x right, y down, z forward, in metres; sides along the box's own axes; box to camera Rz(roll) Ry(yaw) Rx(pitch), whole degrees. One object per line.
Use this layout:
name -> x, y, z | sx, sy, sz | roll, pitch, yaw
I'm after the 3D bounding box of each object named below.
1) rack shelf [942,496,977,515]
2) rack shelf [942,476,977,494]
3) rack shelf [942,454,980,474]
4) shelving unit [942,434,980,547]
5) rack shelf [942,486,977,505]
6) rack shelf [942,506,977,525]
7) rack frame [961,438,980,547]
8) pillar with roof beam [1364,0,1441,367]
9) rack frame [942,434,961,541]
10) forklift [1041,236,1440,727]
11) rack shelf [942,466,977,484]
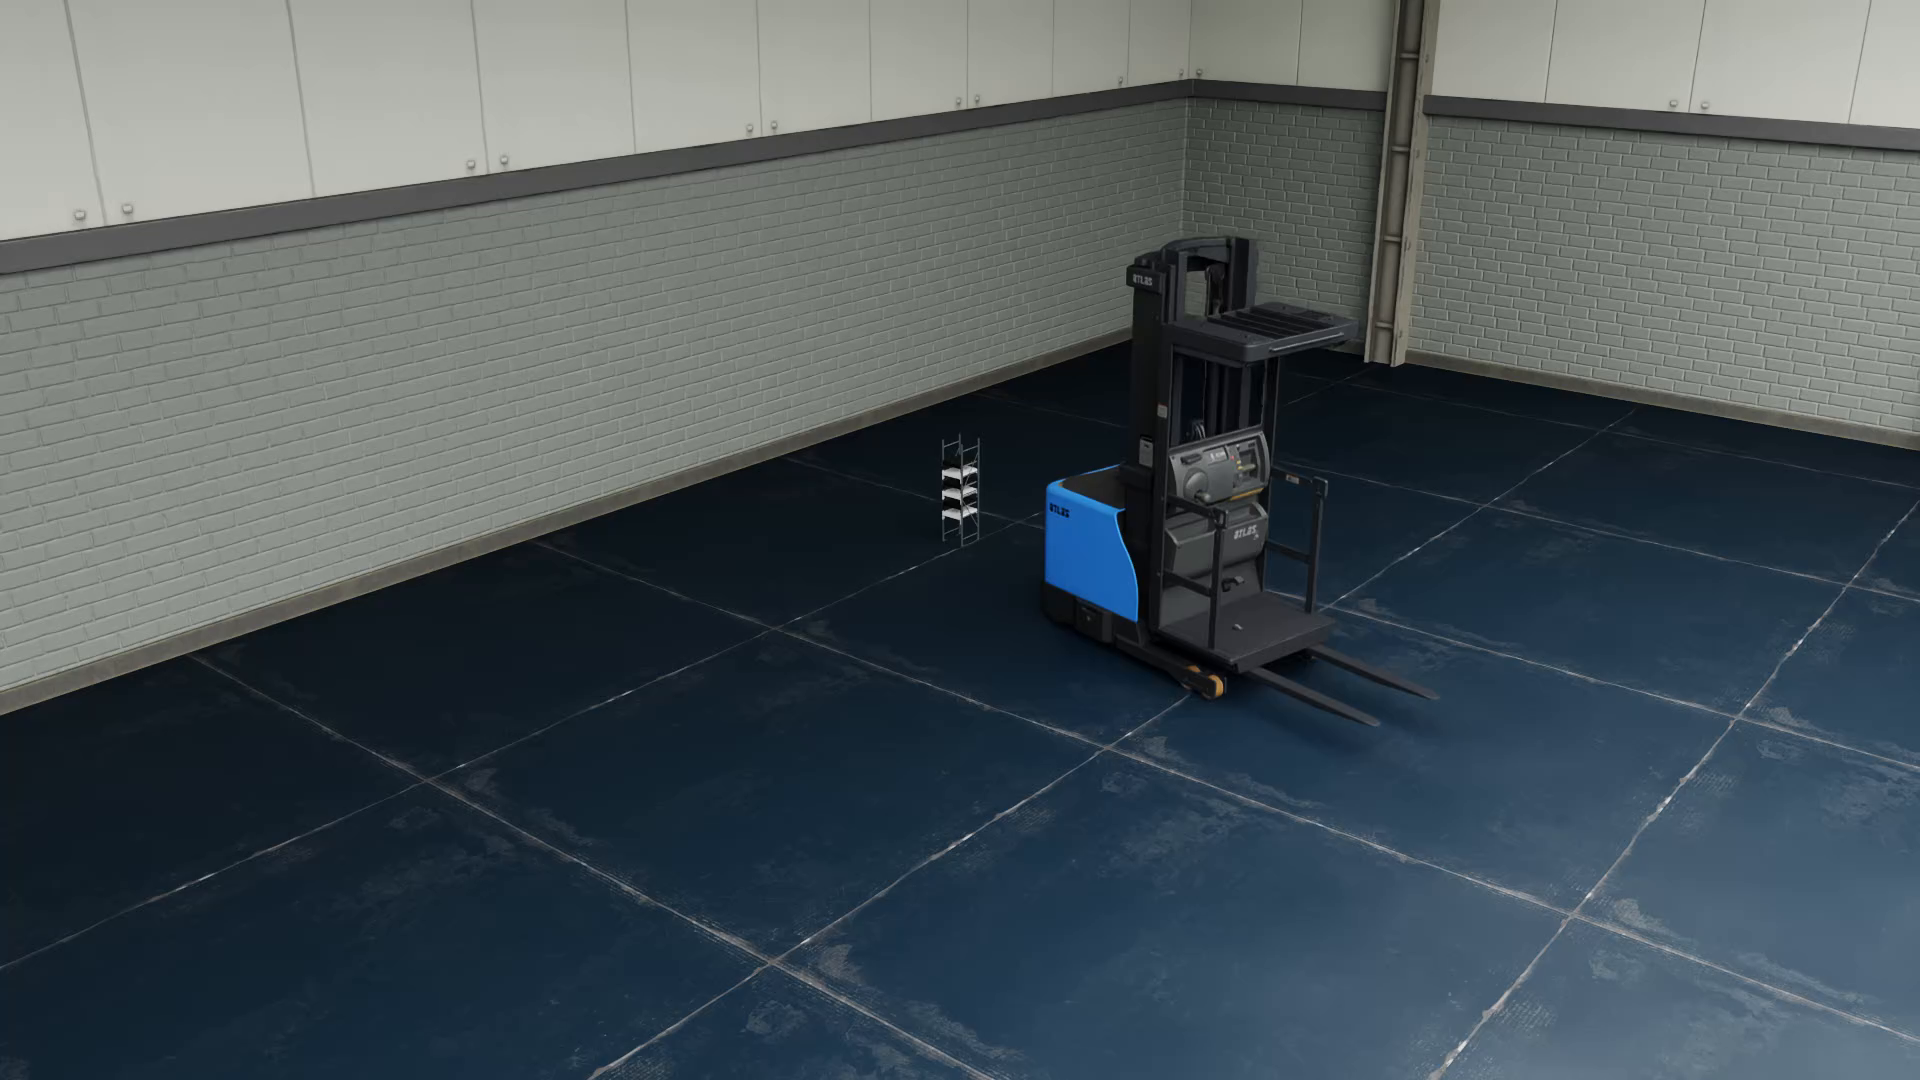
rack shelf -> 0.006, -0.304, 14.050 | 0.200, 0.077, 0.258 | 16, 26, 36
rack shelf -> 0.006, -0.472, 13.987 | 0.200, 0.077, 0.258 | 16, 26, 36
rack shelf -> 0.006, -0.641, 13.923 | 0.200, 0.077, 0.258 | 16, 26, 36
shelving unit -> 0.006, -0.419, 14.007 | 0.210, 0.900, 0.258 | 16, 26, 36
rack shelf -> 0.006, -0.388, 14.019 | 0.200, 0.077, 0.258 | 16, 26, 36
rack shelf -> 0.006, -0.220, 14.082 | 0.200, 0.077, 0.258 | 16, 26, 36
rack frame -> 0.085, -0.397, 13.947 | 0.006, 0.900, 0.240 | 16, 26, 36
pillar with roof beam -> 2.331, -5.154, 15.085 | 0.400, 9.000, 9.100 | 16, 26, 36
rack frame -> -0.072, -0.442, 14.067 | 0.006, 0.900, 0.240 | 16, 26, 36
forklift -> 1.926, -0.486, 11.305 | 1.130, 2.935, 3.031 | -16, 26, -36
rack shelf -> 0.006, -0.556, 13.955 | 0.200, 0.077, 0.258 | 16, 26, 36
